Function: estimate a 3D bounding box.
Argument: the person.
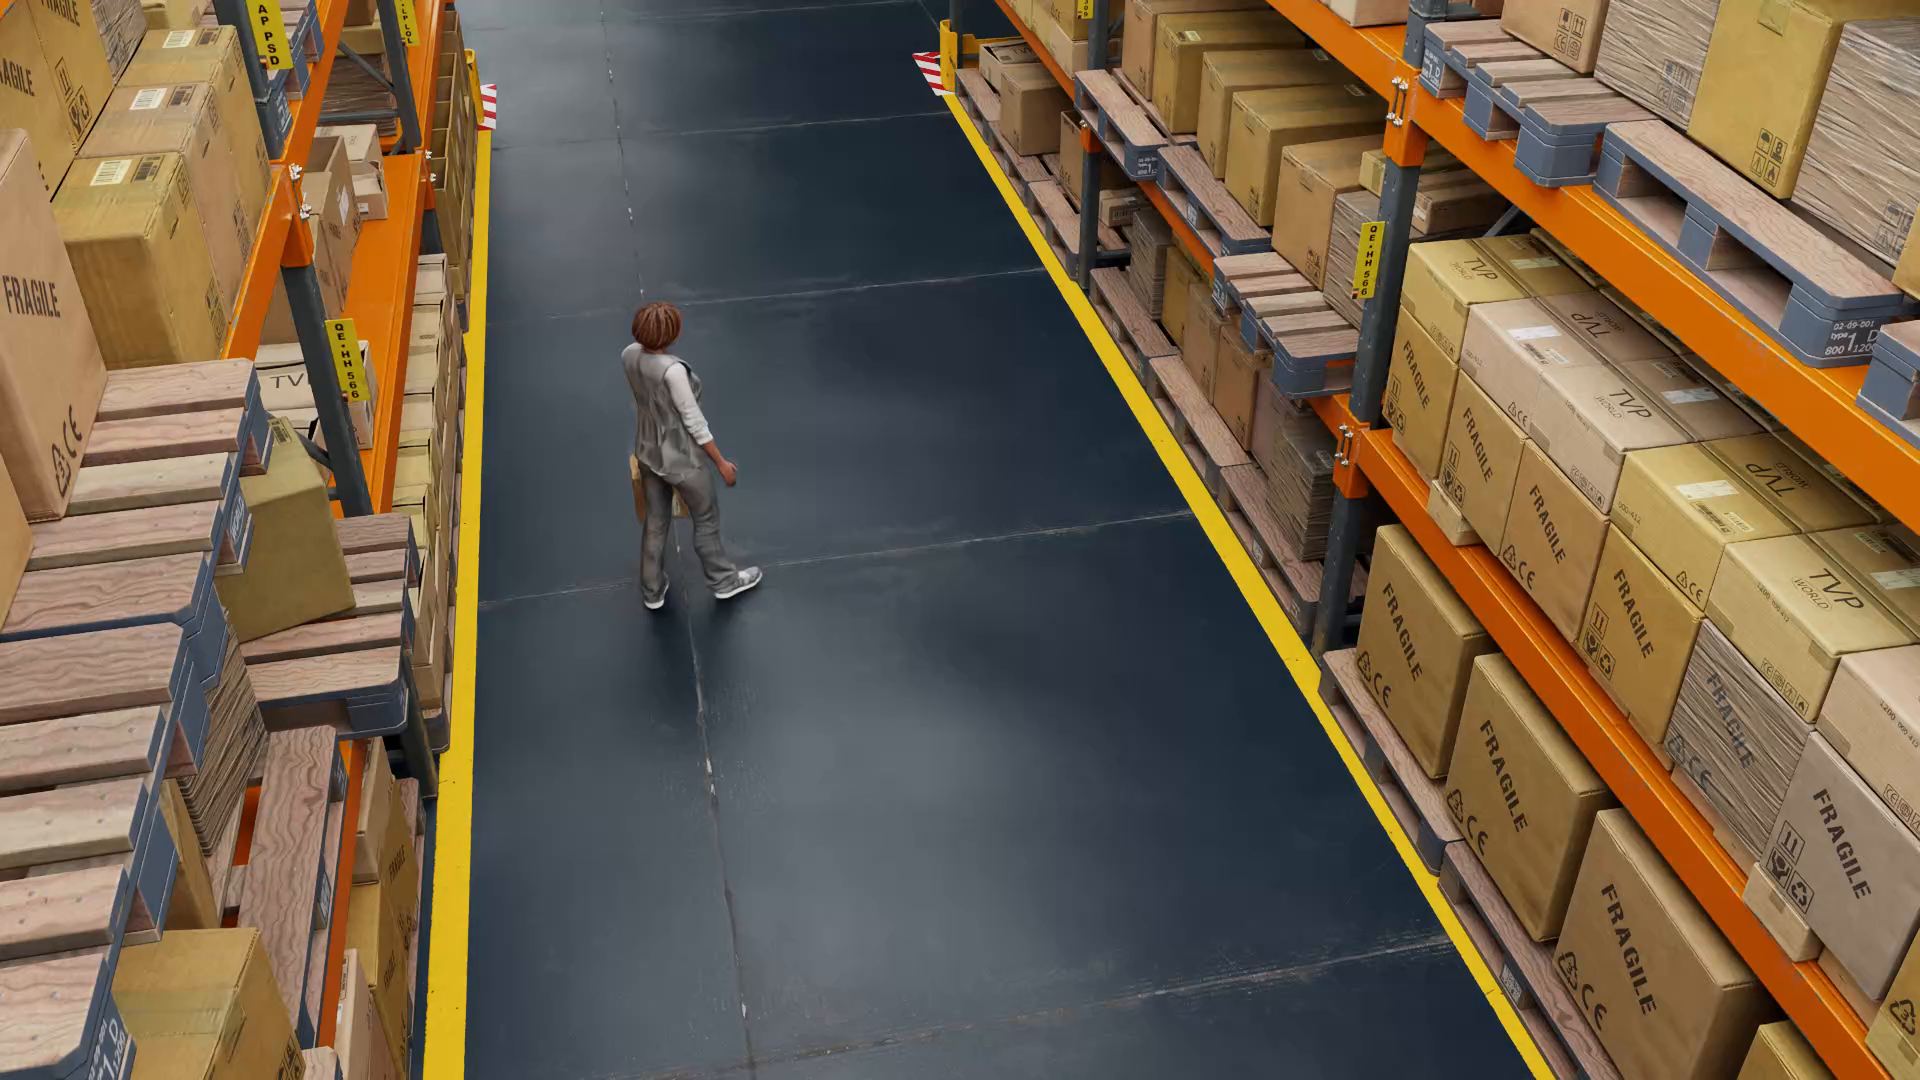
[{"bbox_3d":[-1.263,-0.393,7.692,0.547,1.590,0.565,26,42,32],"label":"person"}]
